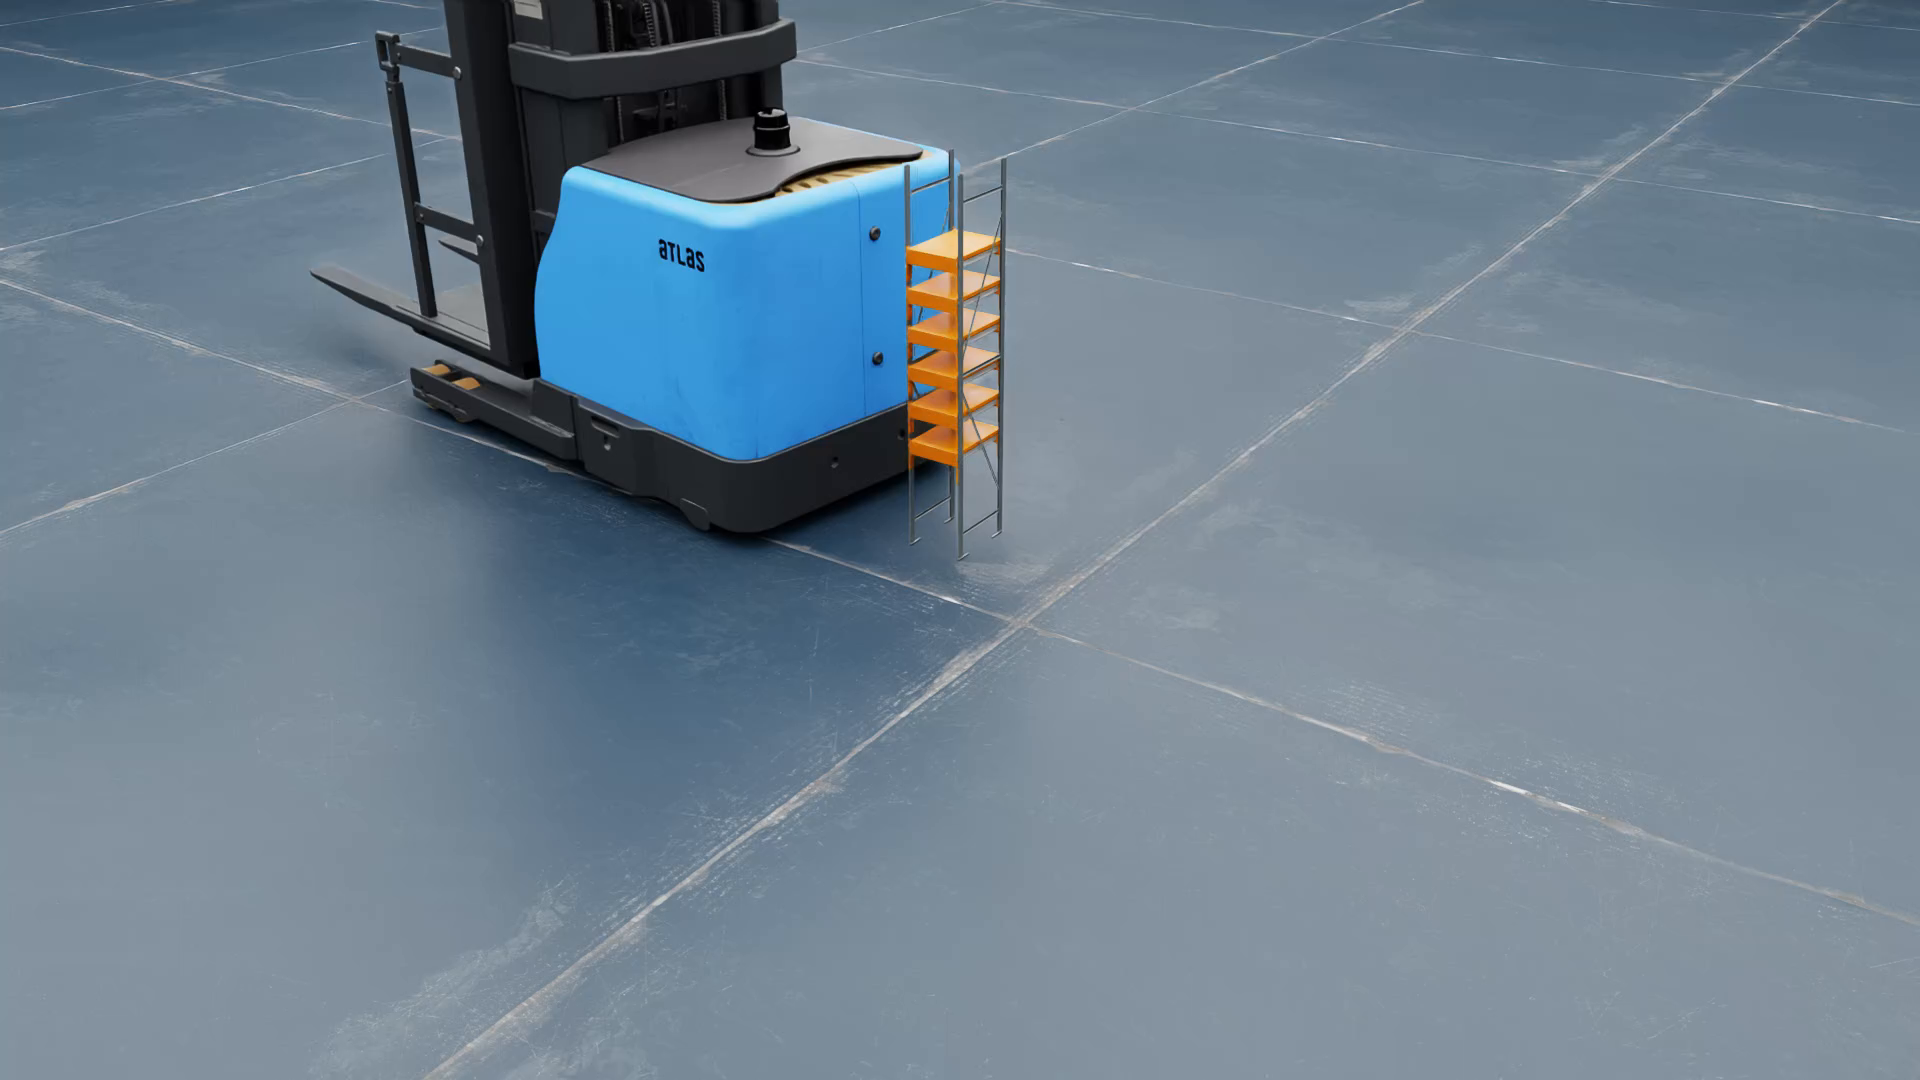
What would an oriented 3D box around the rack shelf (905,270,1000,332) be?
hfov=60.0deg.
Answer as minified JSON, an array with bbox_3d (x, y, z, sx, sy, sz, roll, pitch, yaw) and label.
[{"bbox_3d":[-0.012,-0.713,4.896,0.180,0.103,0.258,17,32,30],"label":"rack shelf"}]

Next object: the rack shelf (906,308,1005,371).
[{"bbox_3d":[-0.012,-0.606,4.951,0.180,0.103,0.258,17,32,30],"label":"rack shelf"}]

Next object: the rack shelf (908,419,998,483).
[{"bbox_3d":[-0.012,-0.285,5.114,0.180,0.103,0.258,17,32,30],"label":"rack shelf"}]

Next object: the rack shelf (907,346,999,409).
[{"bbox_3d":[-0.012,-0.499,5.005,0.180,0.103,0.258,17,32,30],"label":"rack shelf"}]

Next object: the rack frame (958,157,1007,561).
[{"bbox_3d":[0.063,-0.515,4.939,0.006,1.200,0.240,17,32,30],"label":"rack frame"}]

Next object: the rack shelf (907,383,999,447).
[{"bbox_3d":[-0.012,-0.392,5.060,0.180,0.103,0.258,17,32,30],"label":"rack shelf"}]

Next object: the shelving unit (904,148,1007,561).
[{"bbox_3d":[-0.012,-0.538,4.985,0.189,1.200,0.258,17,32,30],"label":"shelving unit"}]

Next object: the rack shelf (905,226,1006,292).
[{"bbox_3d":[-0.012,-0.820,4.842,0.180,0.103,0.258,17,32,30],"label":"rack shelf"}]

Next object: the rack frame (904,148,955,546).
[{"bbox_3d":[-0.087,-0.562,5.031,0.006,1.200,0.240,17,32,30],"label":"rack frame"}]

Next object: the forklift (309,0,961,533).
[{"bbox_3d":[-1.403,-1.886,5.724,3.031,2.935,1.130,23,35,37],"label":"forklift"}]
